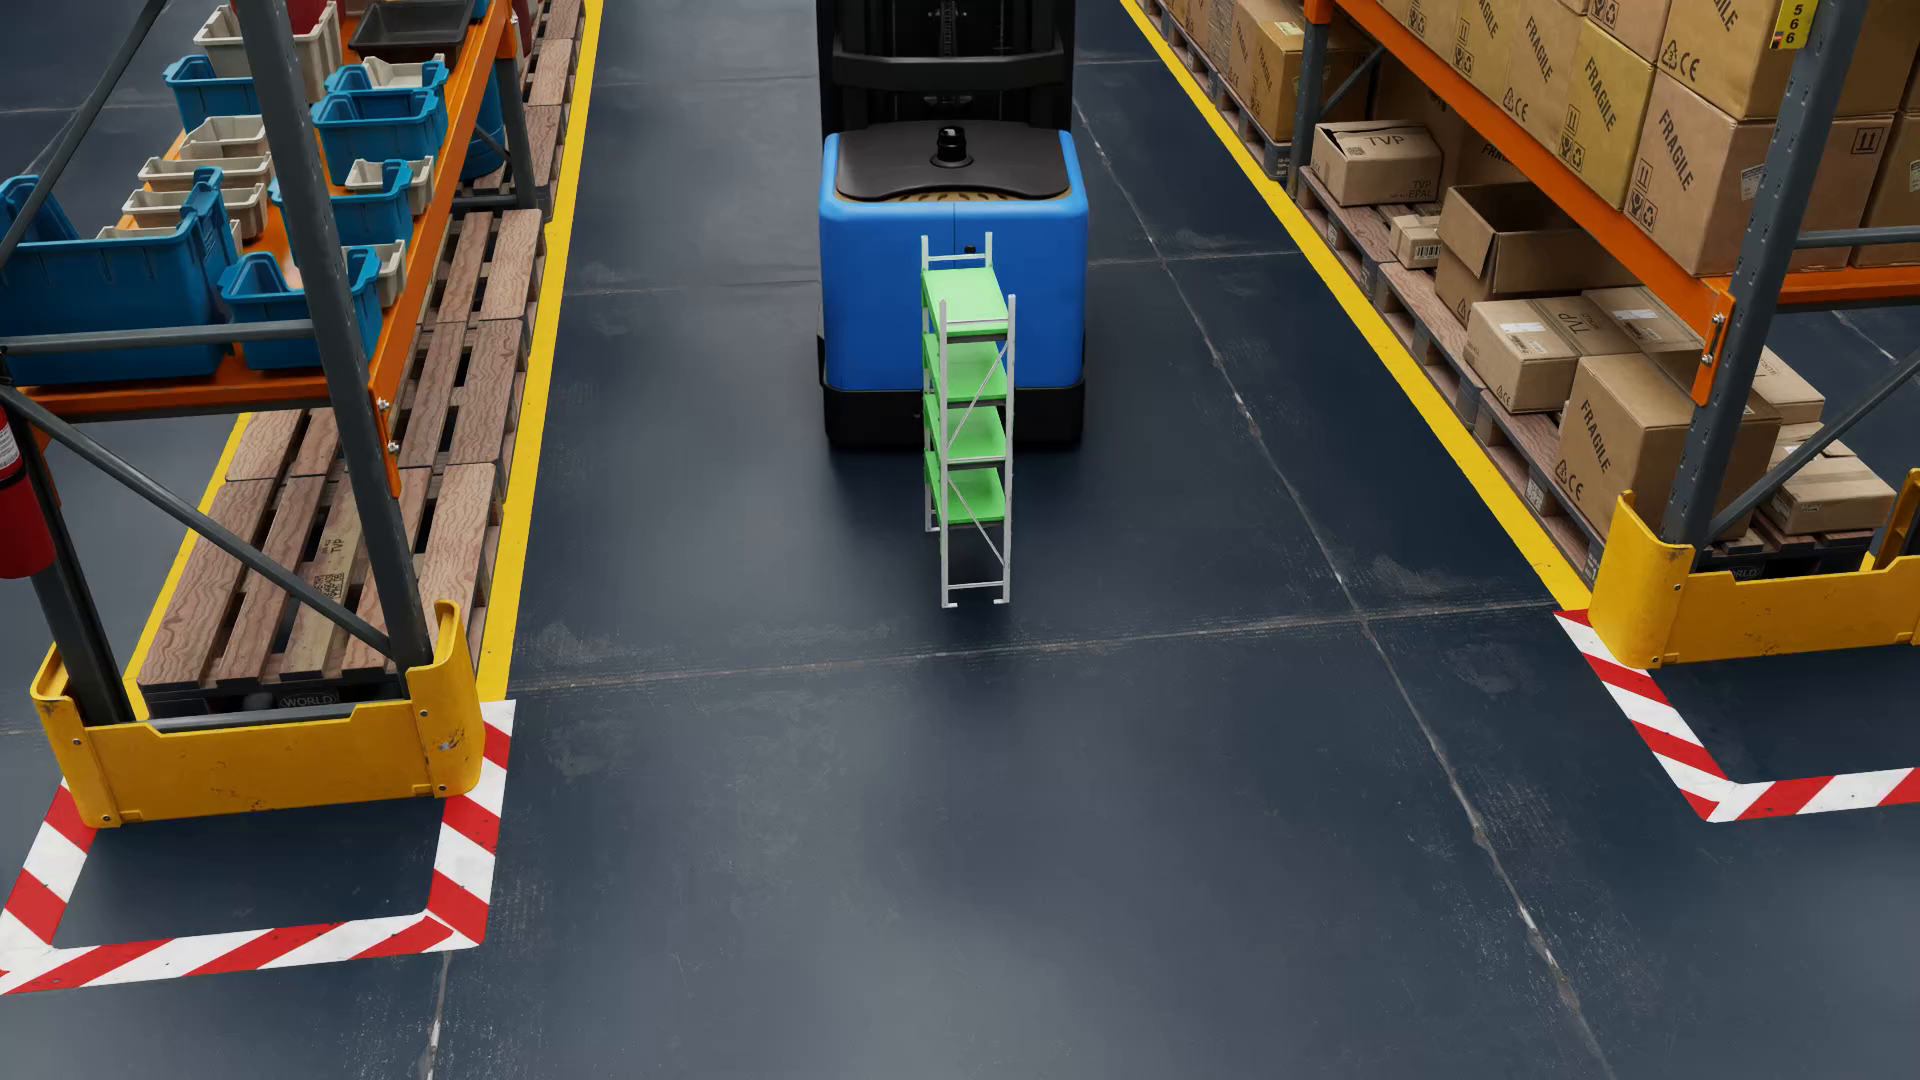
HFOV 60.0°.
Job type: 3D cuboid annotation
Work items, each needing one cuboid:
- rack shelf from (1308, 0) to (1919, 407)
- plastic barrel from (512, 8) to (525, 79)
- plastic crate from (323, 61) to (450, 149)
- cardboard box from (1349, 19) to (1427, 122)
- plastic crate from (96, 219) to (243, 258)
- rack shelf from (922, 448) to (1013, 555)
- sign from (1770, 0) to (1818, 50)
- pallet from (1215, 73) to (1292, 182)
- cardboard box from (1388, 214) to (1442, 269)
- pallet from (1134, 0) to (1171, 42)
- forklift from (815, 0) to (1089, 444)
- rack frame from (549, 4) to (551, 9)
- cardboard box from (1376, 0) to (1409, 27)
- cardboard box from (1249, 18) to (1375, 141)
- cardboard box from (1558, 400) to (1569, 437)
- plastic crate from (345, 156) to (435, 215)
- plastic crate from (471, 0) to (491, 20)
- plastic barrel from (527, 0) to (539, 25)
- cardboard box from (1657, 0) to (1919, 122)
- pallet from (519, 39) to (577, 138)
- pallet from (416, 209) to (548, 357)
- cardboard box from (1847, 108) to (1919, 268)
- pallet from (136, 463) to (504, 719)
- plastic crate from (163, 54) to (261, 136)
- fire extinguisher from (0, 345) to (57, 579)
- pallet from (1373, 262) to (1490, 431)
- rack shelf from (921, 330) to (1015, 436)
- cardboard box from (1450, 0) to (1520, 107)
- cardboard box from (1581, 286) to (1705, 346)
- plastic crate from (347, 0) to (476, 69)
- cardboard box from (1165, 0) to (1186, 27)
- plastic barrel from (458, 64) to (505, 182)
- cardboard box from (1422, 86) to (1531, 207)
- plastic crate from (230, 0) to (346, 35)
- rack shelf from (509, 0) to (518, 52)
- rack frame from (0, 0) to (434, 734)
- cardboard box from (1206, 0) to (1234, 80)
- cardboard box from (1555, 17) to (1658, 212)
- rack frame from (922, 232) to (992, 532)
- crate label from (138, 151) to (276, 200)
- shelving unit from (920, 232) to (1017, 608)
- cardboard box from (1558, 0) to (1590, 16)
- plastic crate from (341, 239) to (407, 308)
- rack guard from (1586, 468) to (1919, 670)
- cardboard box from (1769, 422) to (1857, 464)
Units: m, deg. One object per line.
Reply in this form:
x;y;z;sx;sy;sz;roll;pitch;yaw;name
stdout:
2.538;-1.714;6.741;1.077;0.370;4.000;-4;35;-6;rack shelf
-2.779;-2.922;9.710;0.421;0.512;0.421;0;34;0;plastic barrel
-2.027;-1.543;5.946;0.416;0.233;0.300;-4;35;-6;plastic crate
2.445;-2.565;9.179;0.500;0.500;0.500;-6;35;-9;cardboard box
-2.391;-0.880;5.058;0.396;0.136;0.243;-4;35;-6;plastic crate
0.022;-0.152;5.948;0.258;0.148;0.480;-4;35;-6;rack shelf
2.254;-1.474;4.440;0.100;0.325;0.005;-4;35;-6;sign
2.122;-2.426;9.623;1.003;0.211;1.213;-4;35;-6;pallet
2.237;-1.406;7.775;0.380;0.166;0.250;-4;35;-6;cardboard box
1.794;-3.788;11.621;1.003;0.211;1.213;-4;35;-6;pallet
-0.068;-2.397;7.165;1.130;2.935;3.031;-1;34;-2;forklift
-3.178;-4.987;10.904;1.000;3.000;0.127;-4;35;-6;rack frame
2.139;-2.578;7.281;0.500;0.500;0.500;-4;34;-6;cardboard box
1.918;-2.530;9.128;0.500;0.500;0.500;-5;35;-7;cardboard box
2.524;-0.424;6.334;0.380;0.166;0.250;-4;35;-6;cardboard box
-1.861;-1.165;5.476;0.250;0.136;0.298;-4;35;-6;plastic crate
-2.239;-2.538;7.272;0.392;0.384;0.575;-4;35;-6;plastic crate
-2.931;-3.552;10.635;0.421;0.512;0.421;0;34;0;plastic barrel
2.474;-1.578;4.925;0.500;0.500;0.500;-5;35;-7;cardboard box
-2.870;-2.718;10.051;1.003;0.211;1.213;-4;35;-6;pallet
-2.503;-1.195;7.816;1.003;0.211;1.213;-4;35;-6;pallet
3.008;-1.204;5.265;0.500;0.500;0.500;-4;34;-5;cardboard box
-2.175;0.167;5.818;1.003;0.211;1.213;-4;35;-6;pallet
-2.632;-1.605;6.036;0.416;0.233;0.300;-4;35;-6;plastic crate
-2.532;-0.218;4.306;0.296;0.674;0.183;-4;35;-6;fire extinguisher
2.528;-0.910;7.398;1.003;0.211;1.213;-4;35;-6;pallet
0.022;-0.549;5.677;0.258;0.148;0.480;-4;35;-6;rack shelf
2.274;-2.015;6.455;0.500;0.500;0.500;-5;35;-7;cardboard box
2.880;-0.824;6.847;0.500;0.250;0.500;-4;35;-6;cardboard box
-2.223;-2.061;6.802;0.437;0.125;0.590;-4;35;-6;plastic crate
1.647;-3.661;10.787;0.500;0.500;0.500;-5;35;-7;cardboard box
-2.696;-2.366;8.548;0.600;0.901;0.708;-4;35;-6;plastic barrel
2.626;-1.980;8.321;0.500;0.500;0.500;-4;35;-6;cardboard box
-2.769;-2.289;6.835;0.402;0.464;0.583;-4;35;-6;plastic crate
-2.909;-3.573;9.469;1.077;0.370;4.000;-4;35;-6;rack shelf
-2.102;-0.522;4.353;1.000;3.000;0.127;-4;35;-6;rack frame
1.793;-3.087;9.945;0.500;0.500;0.500;-4;34;-6;cardboard box
2.404;-1.455;5.633;0.500;0.500;0.500;-4;34;-6;cardboard box
-0.011;-0.540;5.976;0.240;1.200;0.015;-4;35;-6;rack frame
-2.478;-1.196;5.522;0.396;0.136;0.243;-4;35;-6;crate label
0.022;-0.403;5.777;0.258;1.200;0.503;-4;35;-6;shelving unit
2.331;-2.148;5.762;0.500;0.500;0.500;-3;34;-5;cardboard box
-1.770;-0.786;4.921;0.250;0.136;0.298;-4;35;-6;plastic crate
2.797;0.095;5.667;1.175;0.500;0.348;-4;35;-6;rack guard
3.057;-0.306;6.160;0.380;0.166;0.250;-4;35;-6;cardboard box
